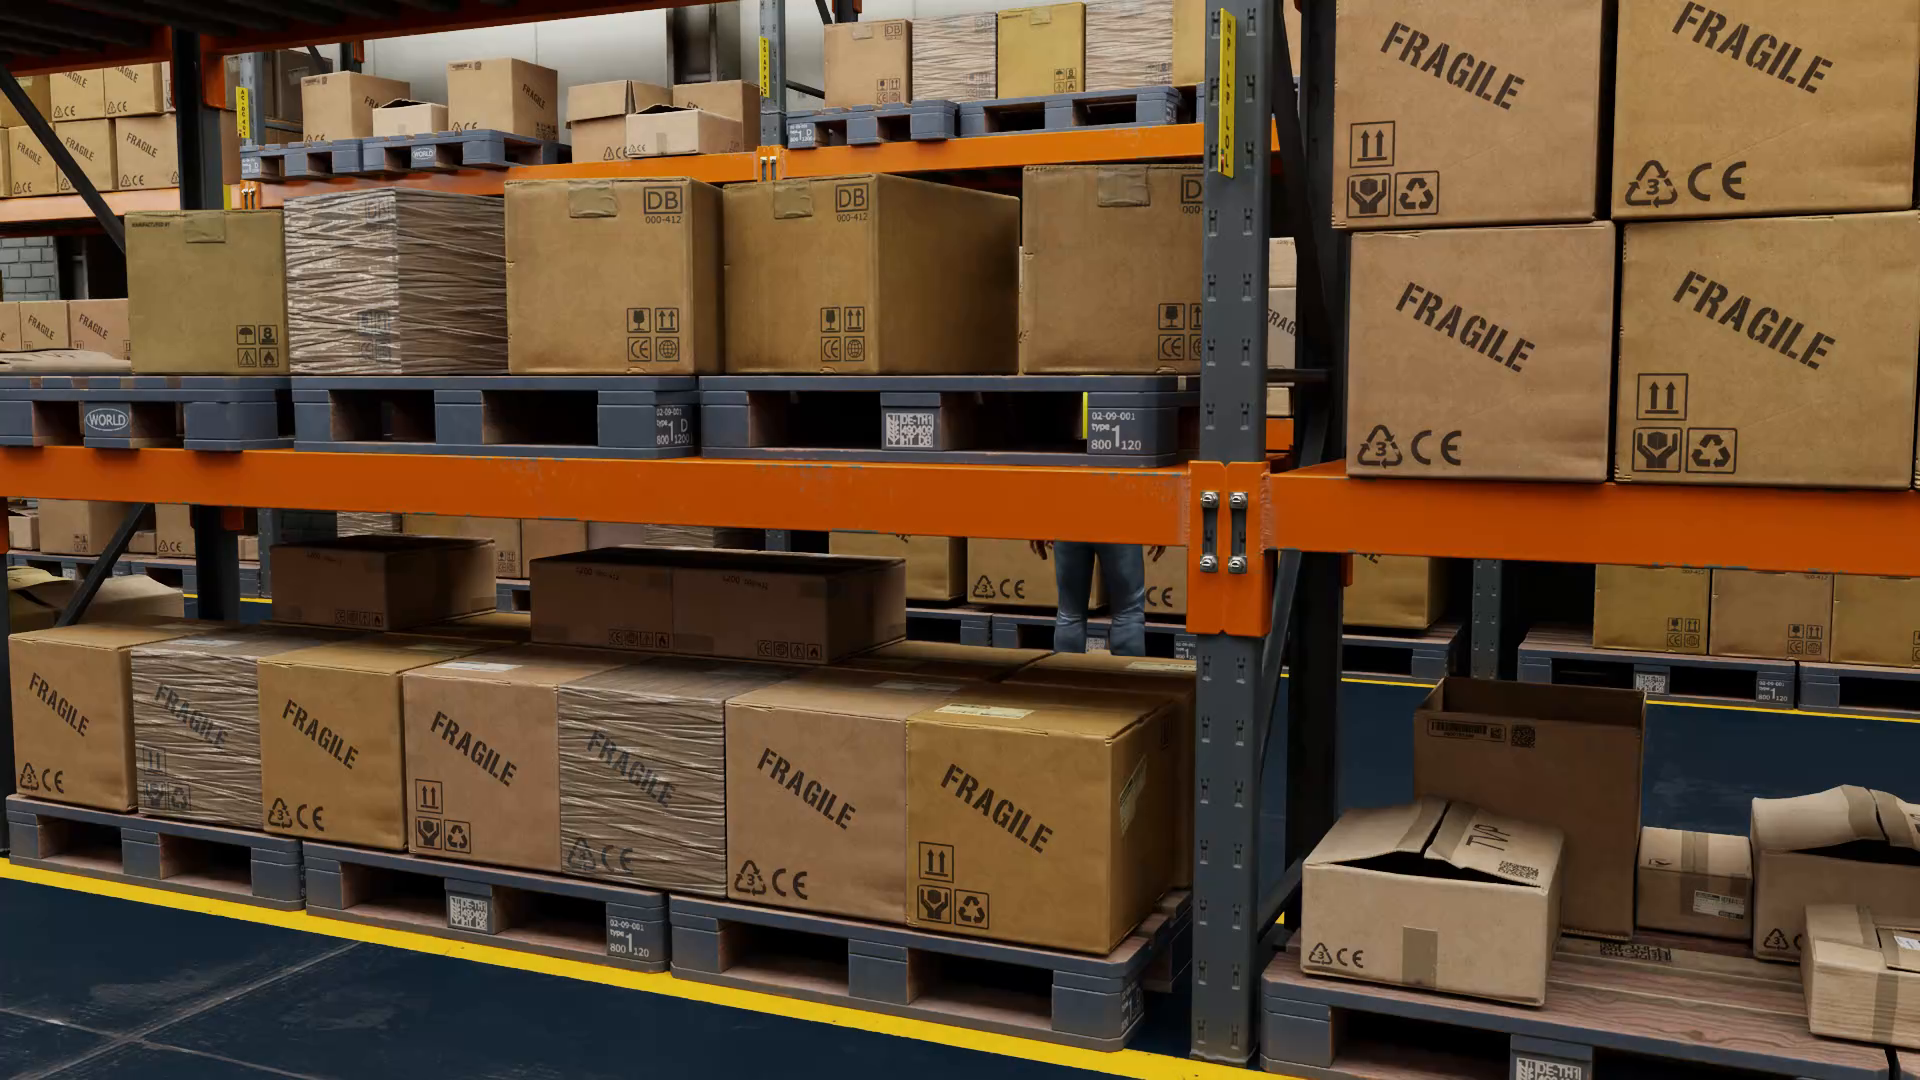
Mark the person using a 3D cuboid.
[{"bbox_3d":[0.602,-0.083,7.310,0.629,1.759,0.460,2,6,20],"label":"person"}]
